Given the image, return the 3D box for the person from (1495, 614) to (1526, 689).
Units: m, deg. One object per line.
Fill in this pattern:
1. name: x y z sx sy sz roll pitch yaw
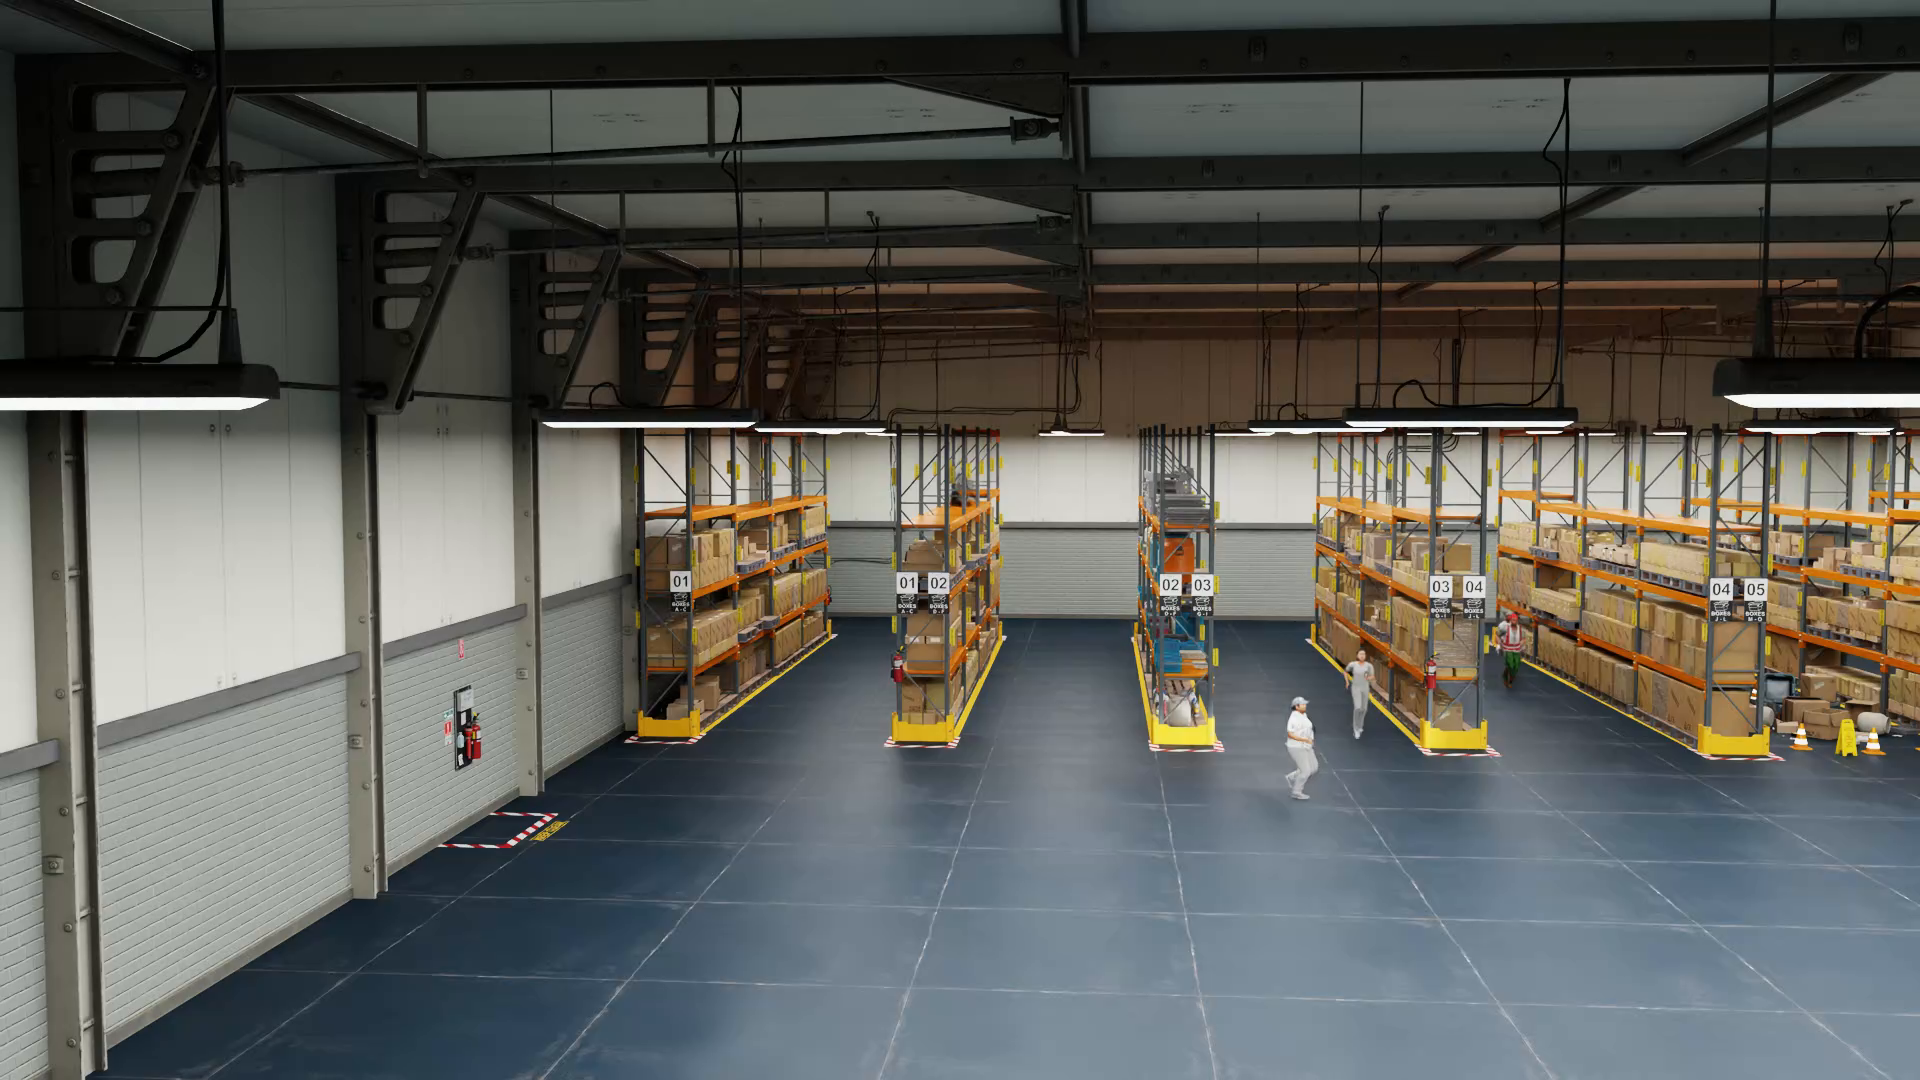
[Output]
1. person: 12.568 2.541 37.832 0.660 1.737 0.674 0 3 -3

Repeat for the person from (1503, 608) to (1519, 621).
1. person: 15.717 2.010 47.419 0.770 1.665 0.671 0 4 8

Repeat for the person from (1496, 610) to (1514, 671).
1. person: 13.056 2.493 39.574 0.572 1.641 0.578 0 3 5

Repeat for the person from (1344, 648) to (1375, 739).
1. person: 7.697 2.940 32.004 0.531 1.720 0.738 0 3 -1

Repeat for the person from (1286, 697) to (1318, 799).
1. person: 5.421 3.301 26.454 0.568 1.618 0.602 2 4 33
